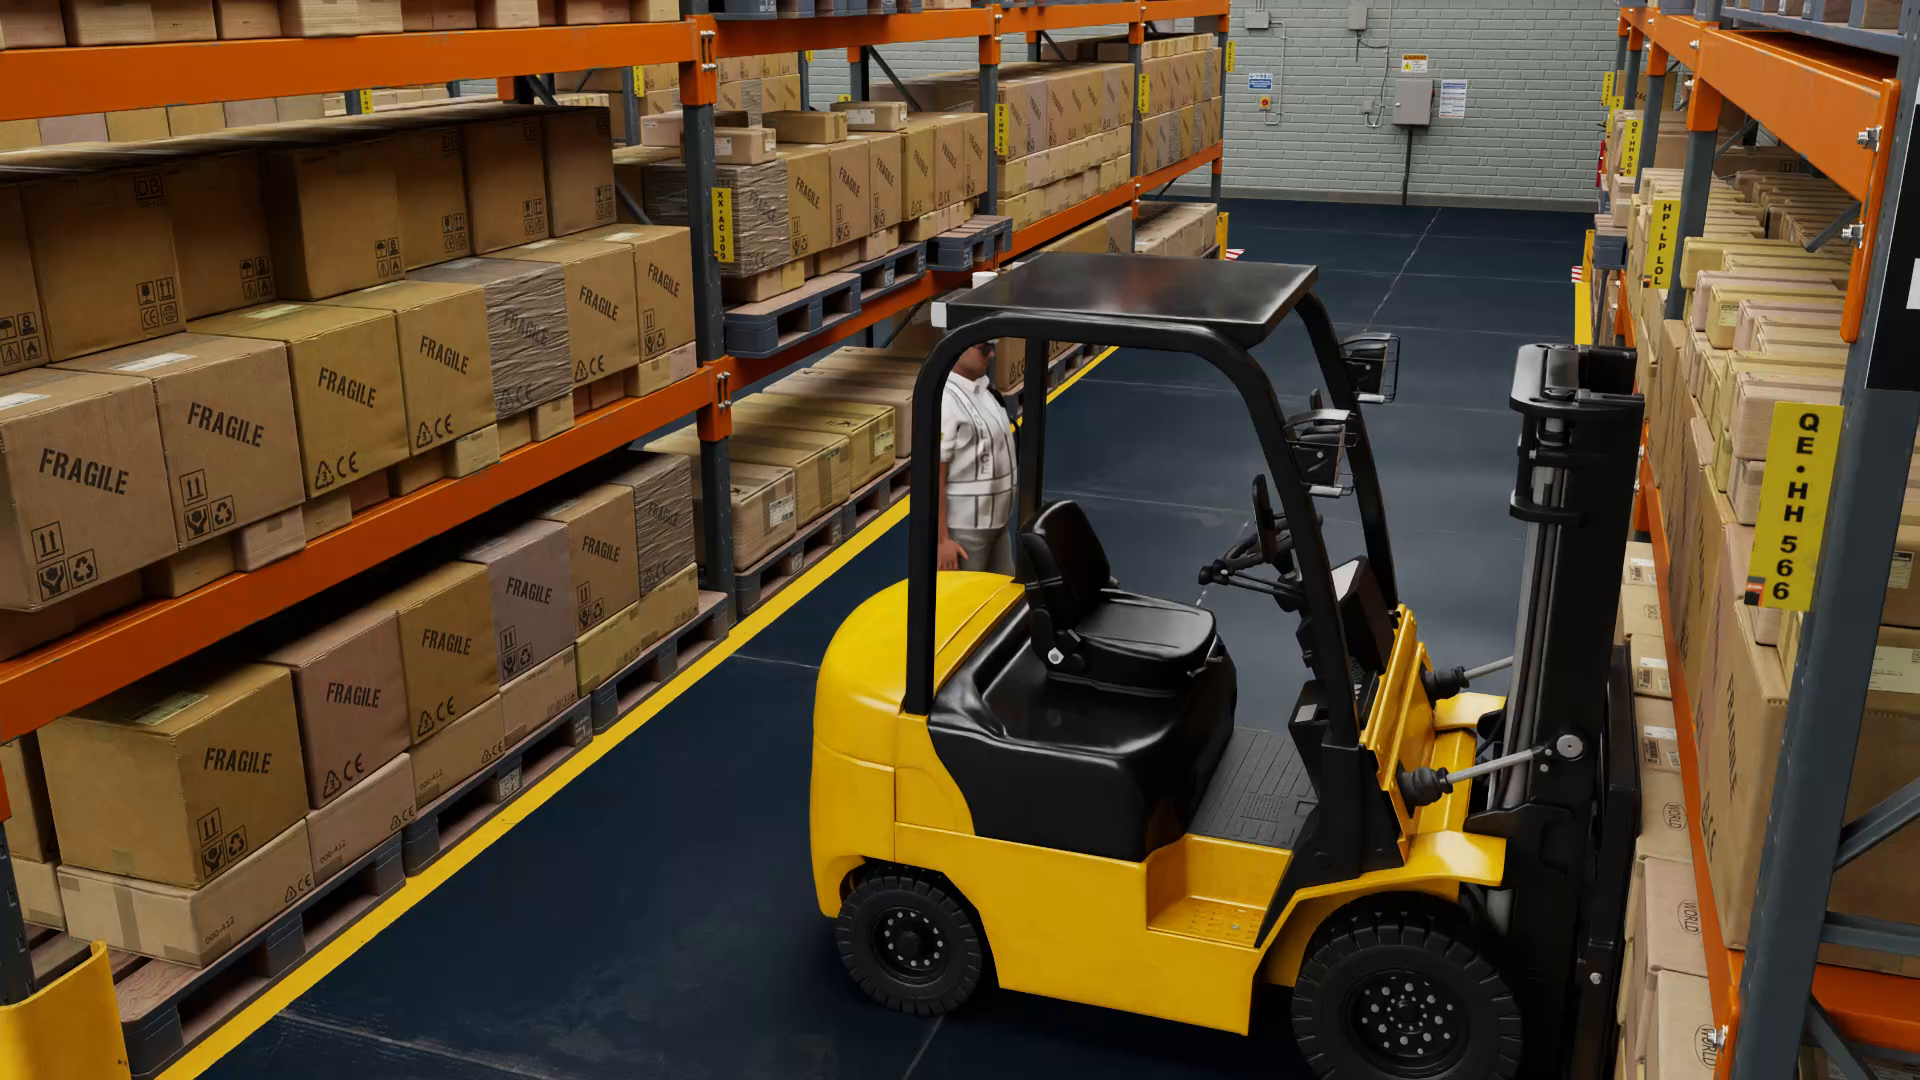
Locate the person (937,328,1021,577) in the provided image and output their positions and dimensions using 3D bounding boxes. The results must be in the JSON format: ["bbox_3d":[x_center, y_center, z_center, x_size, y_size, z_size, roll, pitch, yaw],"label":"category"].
[{"bbox_3d":[0.095,-0.064,6.735,0.526,1.766,0.594,6,20,18],"label":"person"}]
